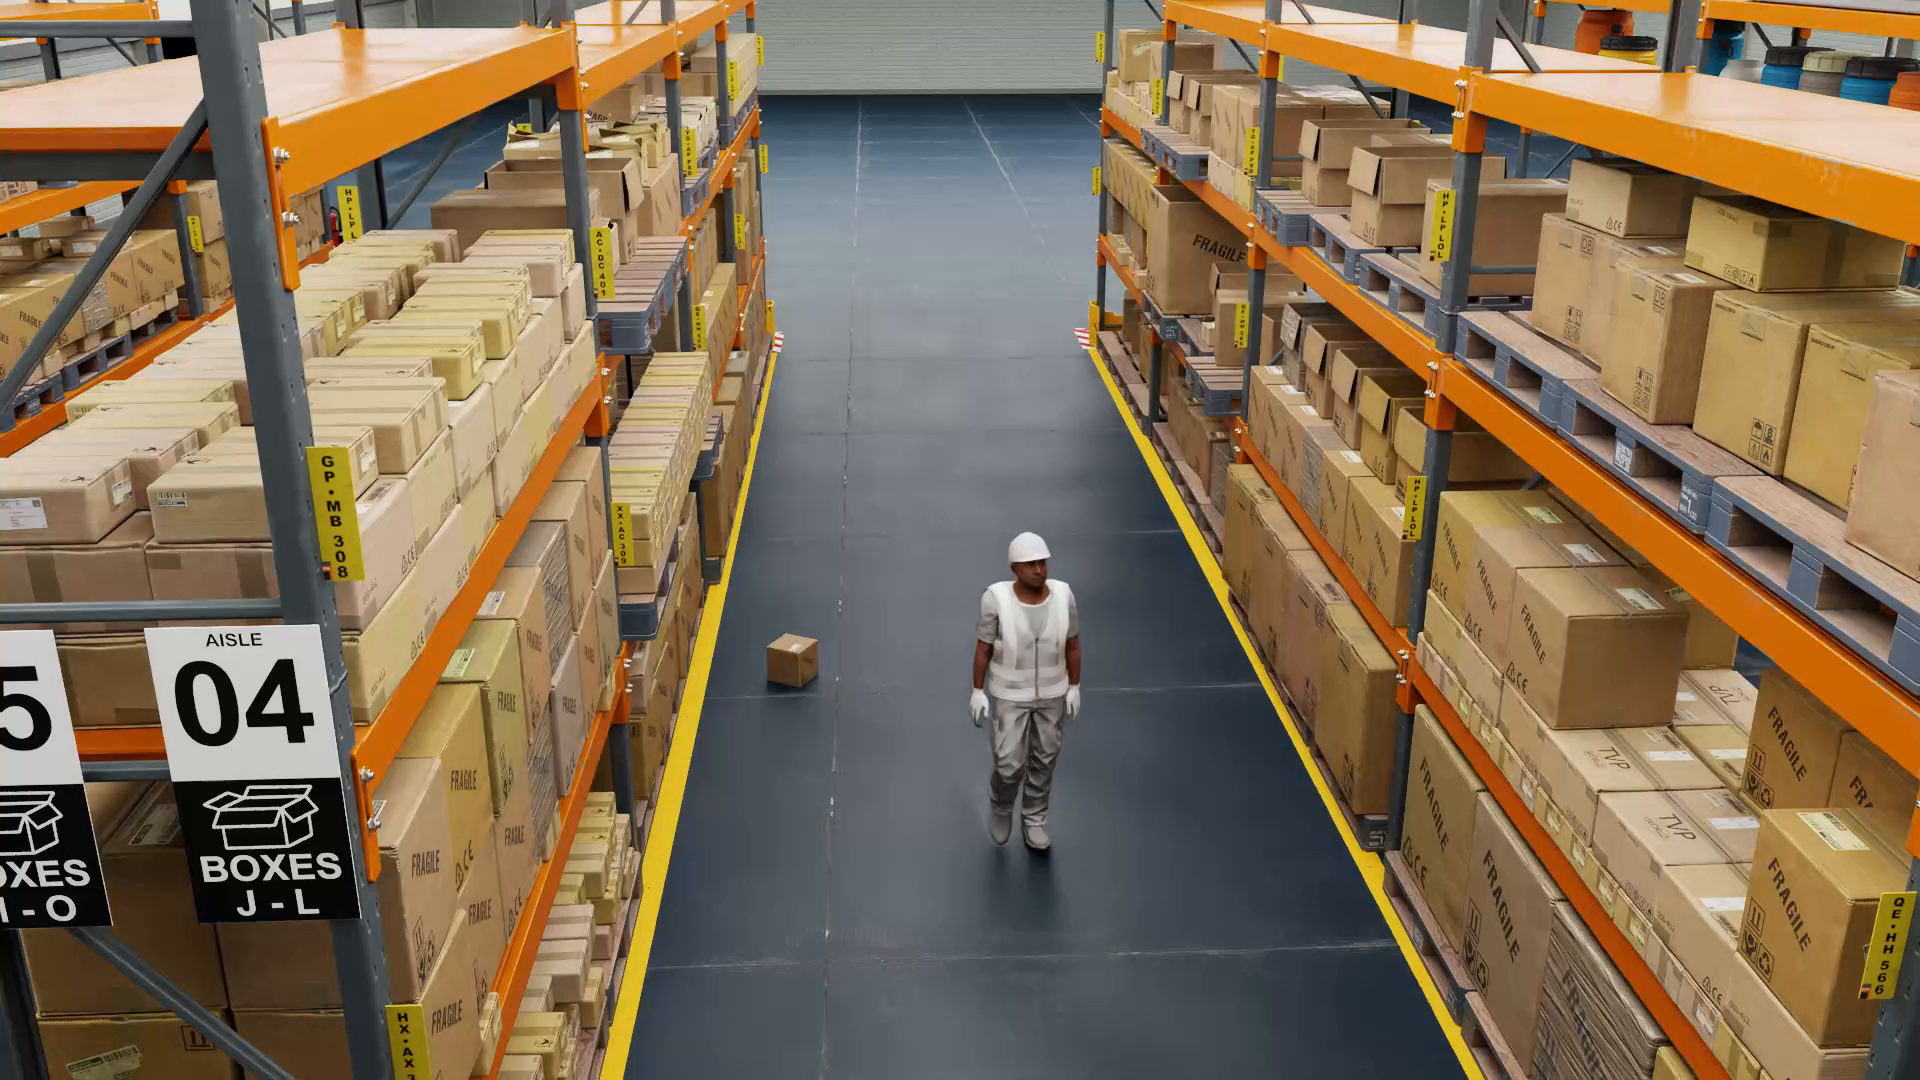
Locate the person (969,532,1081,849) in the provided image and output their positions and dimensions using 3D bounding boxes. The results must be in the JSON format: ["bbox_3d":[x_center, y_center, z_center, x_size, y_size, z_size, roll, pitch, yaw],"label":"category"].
[{"bbox_3d":[0.359,0.820,8.743,0.596,1.788,0.448,-5,21,-14],"label":"person"}]
